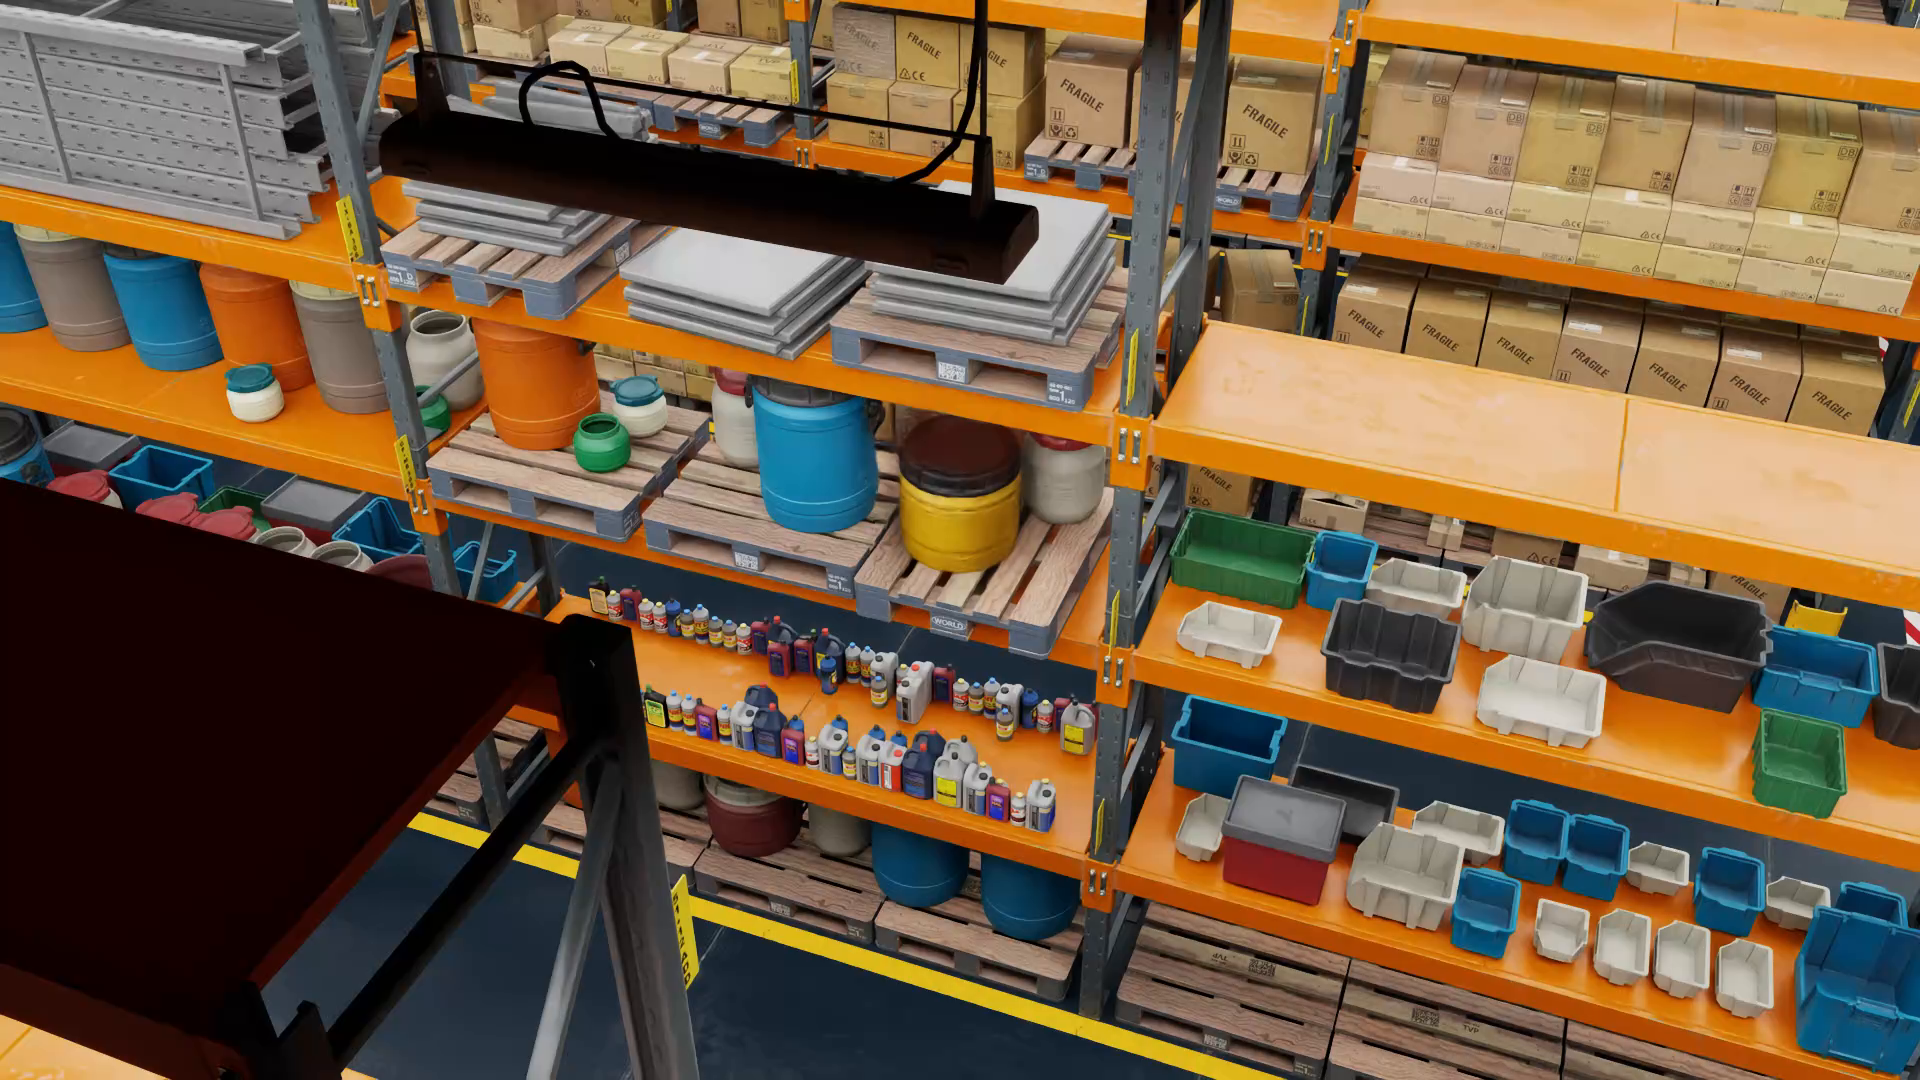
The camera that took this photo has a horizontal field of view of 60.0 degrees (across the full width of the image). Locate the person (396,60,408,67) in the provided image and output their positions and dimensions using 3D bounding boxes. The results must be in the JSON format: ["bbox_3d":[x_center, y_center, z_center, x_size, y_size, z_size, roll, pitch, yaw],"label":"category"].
[{"bbox_3d":[-5.849,-4.410,17.954,0.988,1.613,0.505,-7,37,-10],"label":"person"}]
